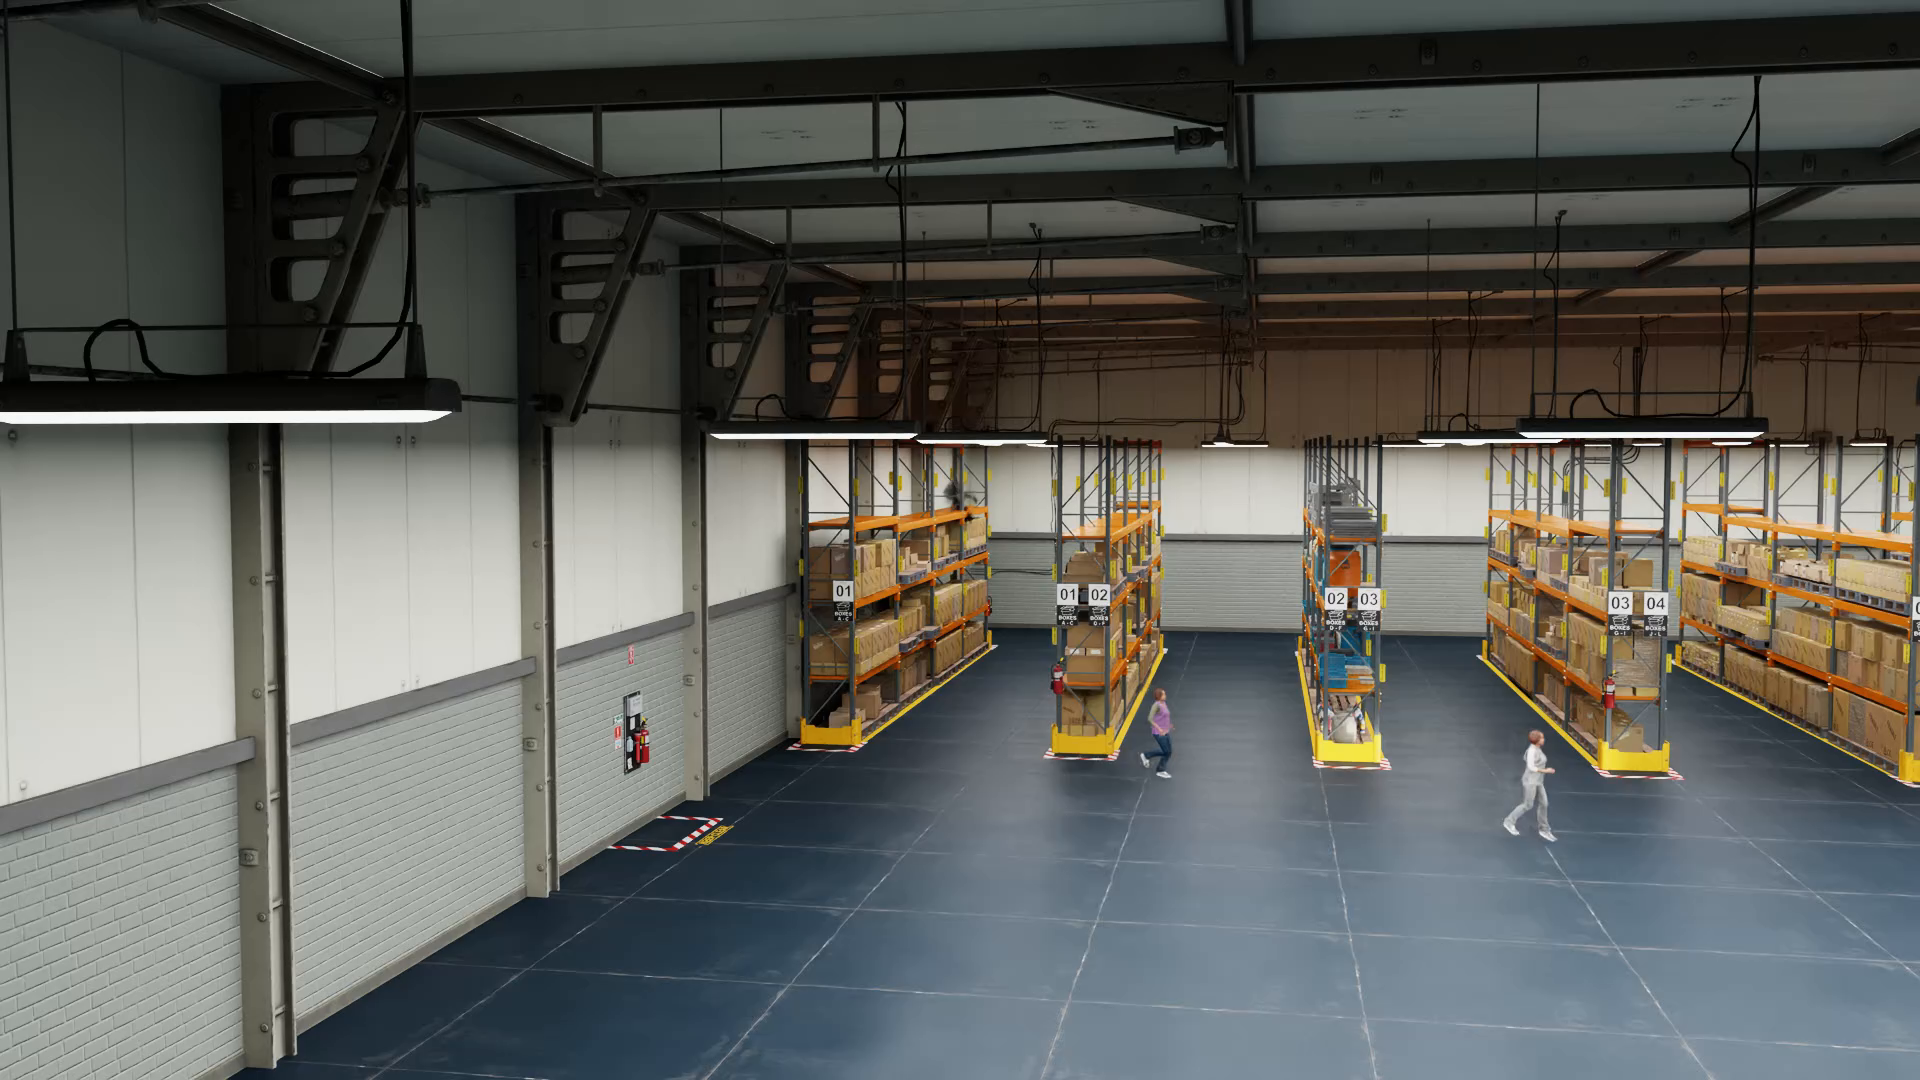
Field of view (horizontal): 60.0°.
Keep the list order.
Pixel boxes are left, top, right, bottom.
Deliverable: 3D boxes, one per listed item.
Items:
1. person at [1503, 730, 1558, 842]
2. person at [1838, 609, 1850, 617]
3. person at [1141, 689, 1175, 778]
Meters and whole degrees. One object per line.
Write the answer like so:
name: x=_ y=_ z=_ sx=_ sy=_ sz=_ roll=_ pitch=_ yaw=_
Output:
person: x=8.395 y=3.609 z=24.439 sx=0.758 sy=1.607 sz=0.557 roll=2 pitch=4 yaw=33
person: x=23.827 y=2.414 z=45.013 sx=0.808 sy=1.714 sz=0.735 roll=0 pitch=3 yaw=-8
person: x=3.463 y=3.375 z=29.147 sx=0.548 sy=1.560 sz=0.549 roll=2 pitch=4 yaw=31
